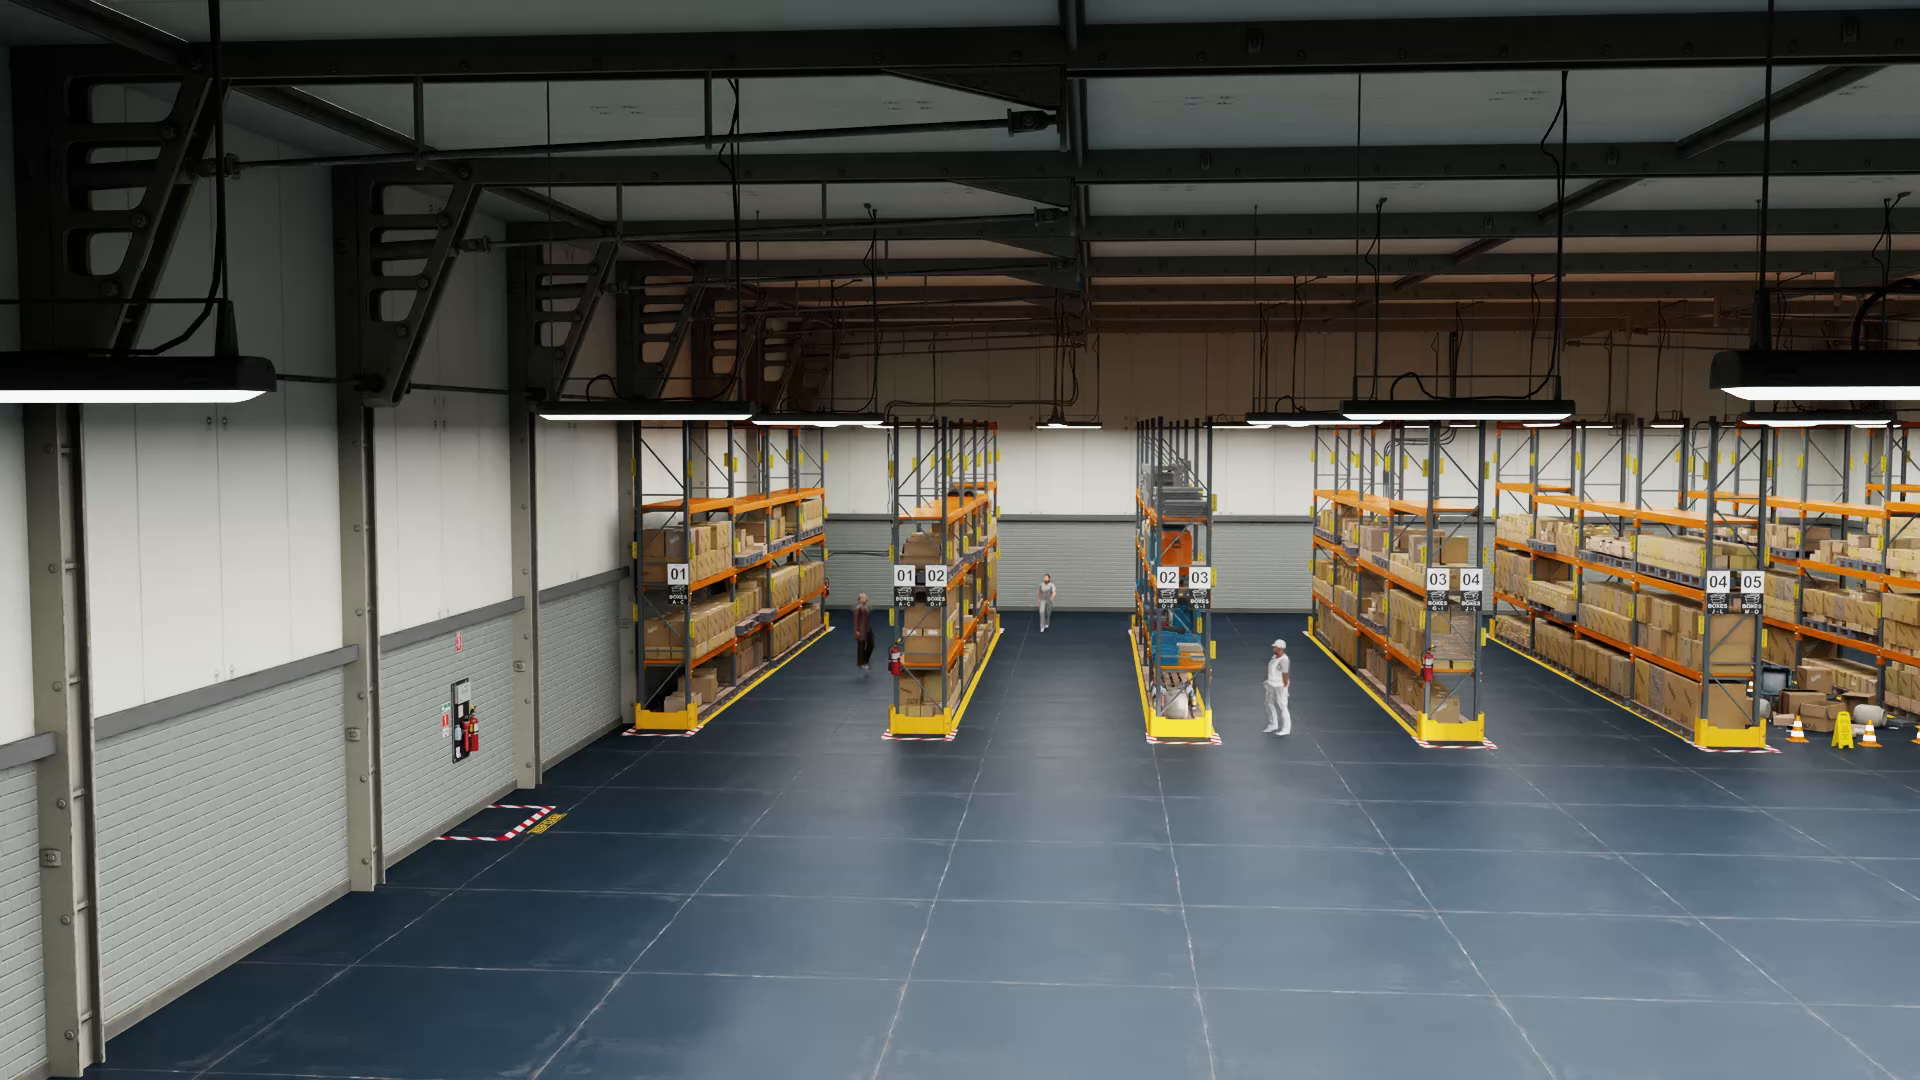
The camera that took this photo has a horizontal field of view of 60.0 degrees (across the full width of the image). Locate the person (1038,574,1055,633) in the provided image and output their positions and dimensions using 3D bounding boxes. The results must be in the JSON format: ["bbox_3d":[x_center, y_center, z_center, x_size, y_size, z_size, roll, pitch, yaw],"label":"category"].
[{"bbox_3d":[2.486,1.797,47.830,0.516,1.652,0.973,0,4,6],"label":"person"}]

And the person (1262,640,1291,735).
[{"bbox_3d":[5.979,2.772,31.428,0.390,1.812,0.724,-1,4,-20],"label":"person"}]

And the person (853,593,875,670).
[{"bbox_3d":[-2.264,2.153,39.041,0.479,1.814,0.681,2,4,26],"label":"person"}]

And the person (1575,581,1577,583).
[{"bbox_3d":[17.221,1.874,46.462,0.975,1.610,0.578,2,4,34],"label":"person"}]
